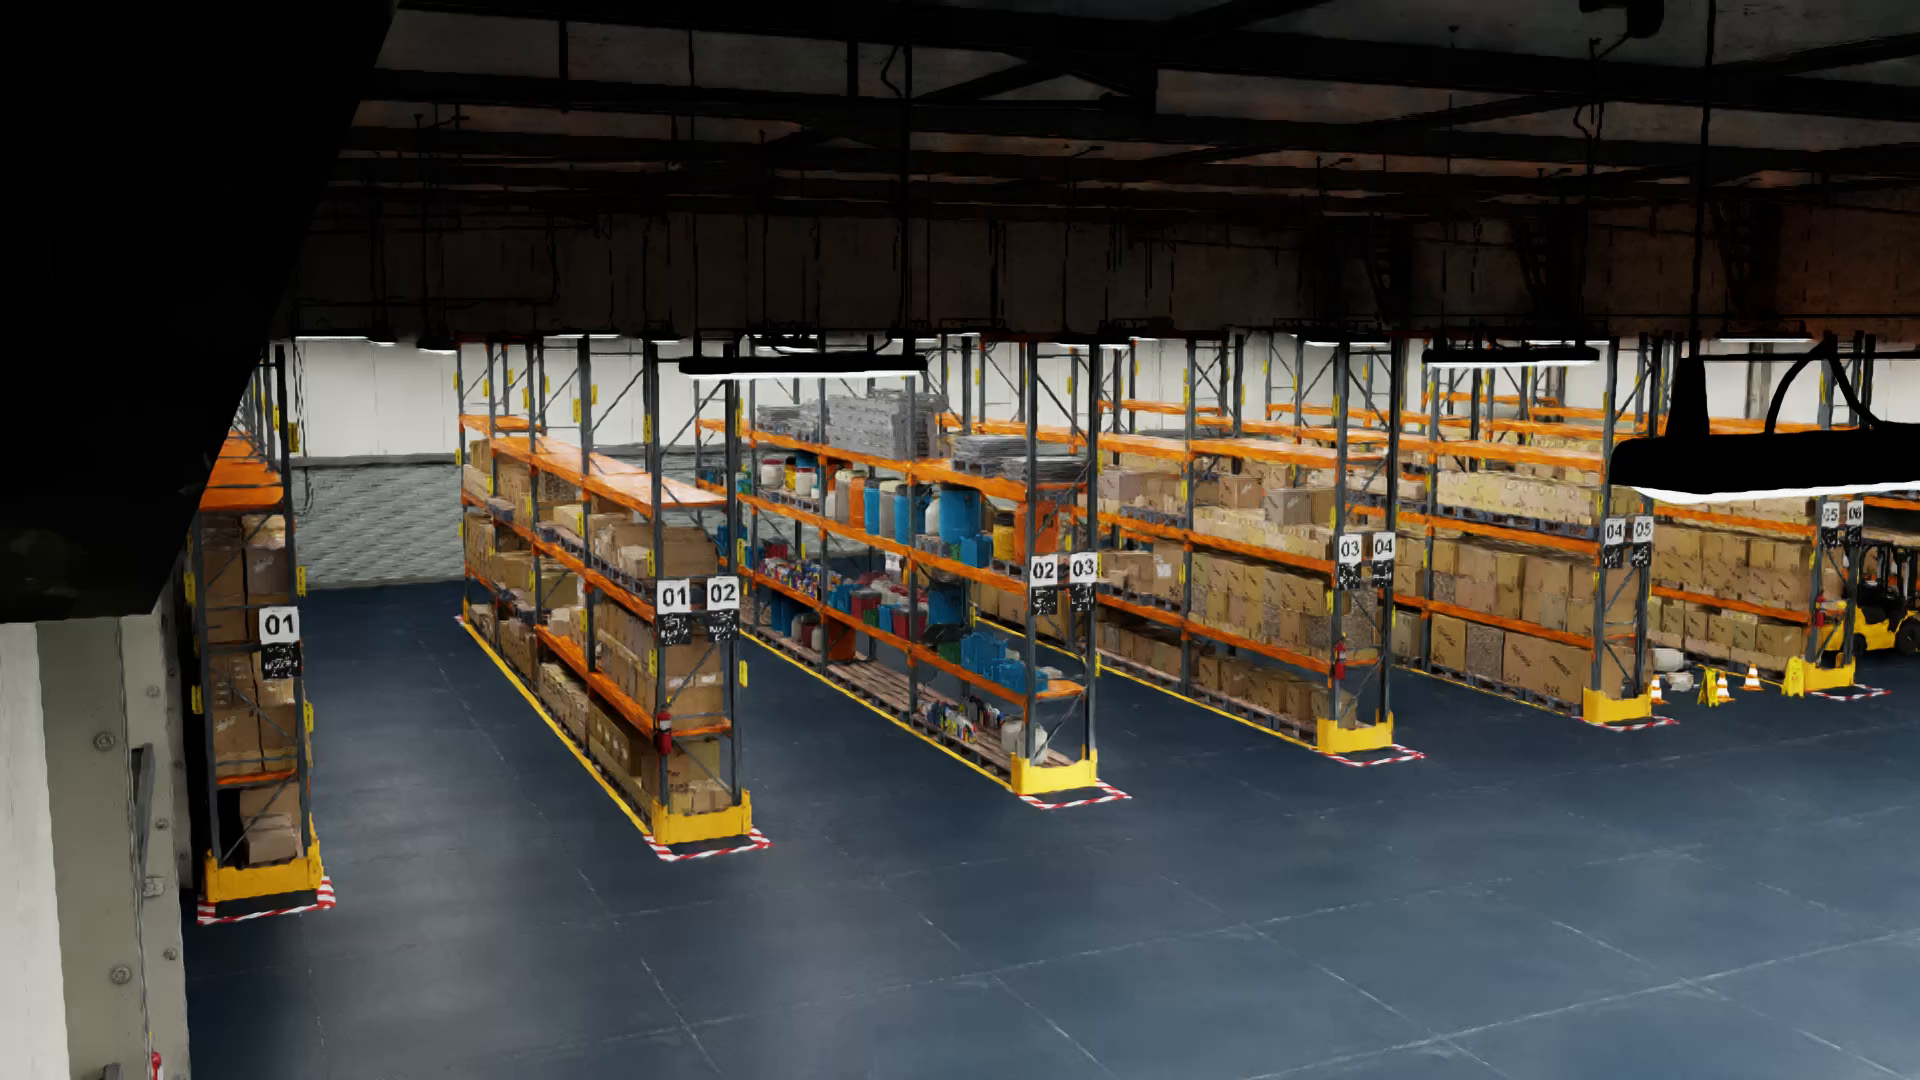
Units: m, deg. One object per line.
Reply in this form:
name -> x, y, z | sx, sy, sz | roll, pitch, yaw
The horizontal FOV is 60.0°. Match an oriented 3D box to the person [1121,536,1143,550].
person -> 4.301, -0.133, 41.964 | 0.720, 1.627, 0.603 | 6, 10, 39

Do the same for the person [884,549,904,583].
person -> -1.392, 0.669, 35.784 | 0.551, 1.683, 0.440 | 6, 10, 38

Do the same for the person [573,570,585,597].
person -> -7.614, 0.942, 33.630 | 0.550, 1.709, 1.128 | -4, 9, -26
